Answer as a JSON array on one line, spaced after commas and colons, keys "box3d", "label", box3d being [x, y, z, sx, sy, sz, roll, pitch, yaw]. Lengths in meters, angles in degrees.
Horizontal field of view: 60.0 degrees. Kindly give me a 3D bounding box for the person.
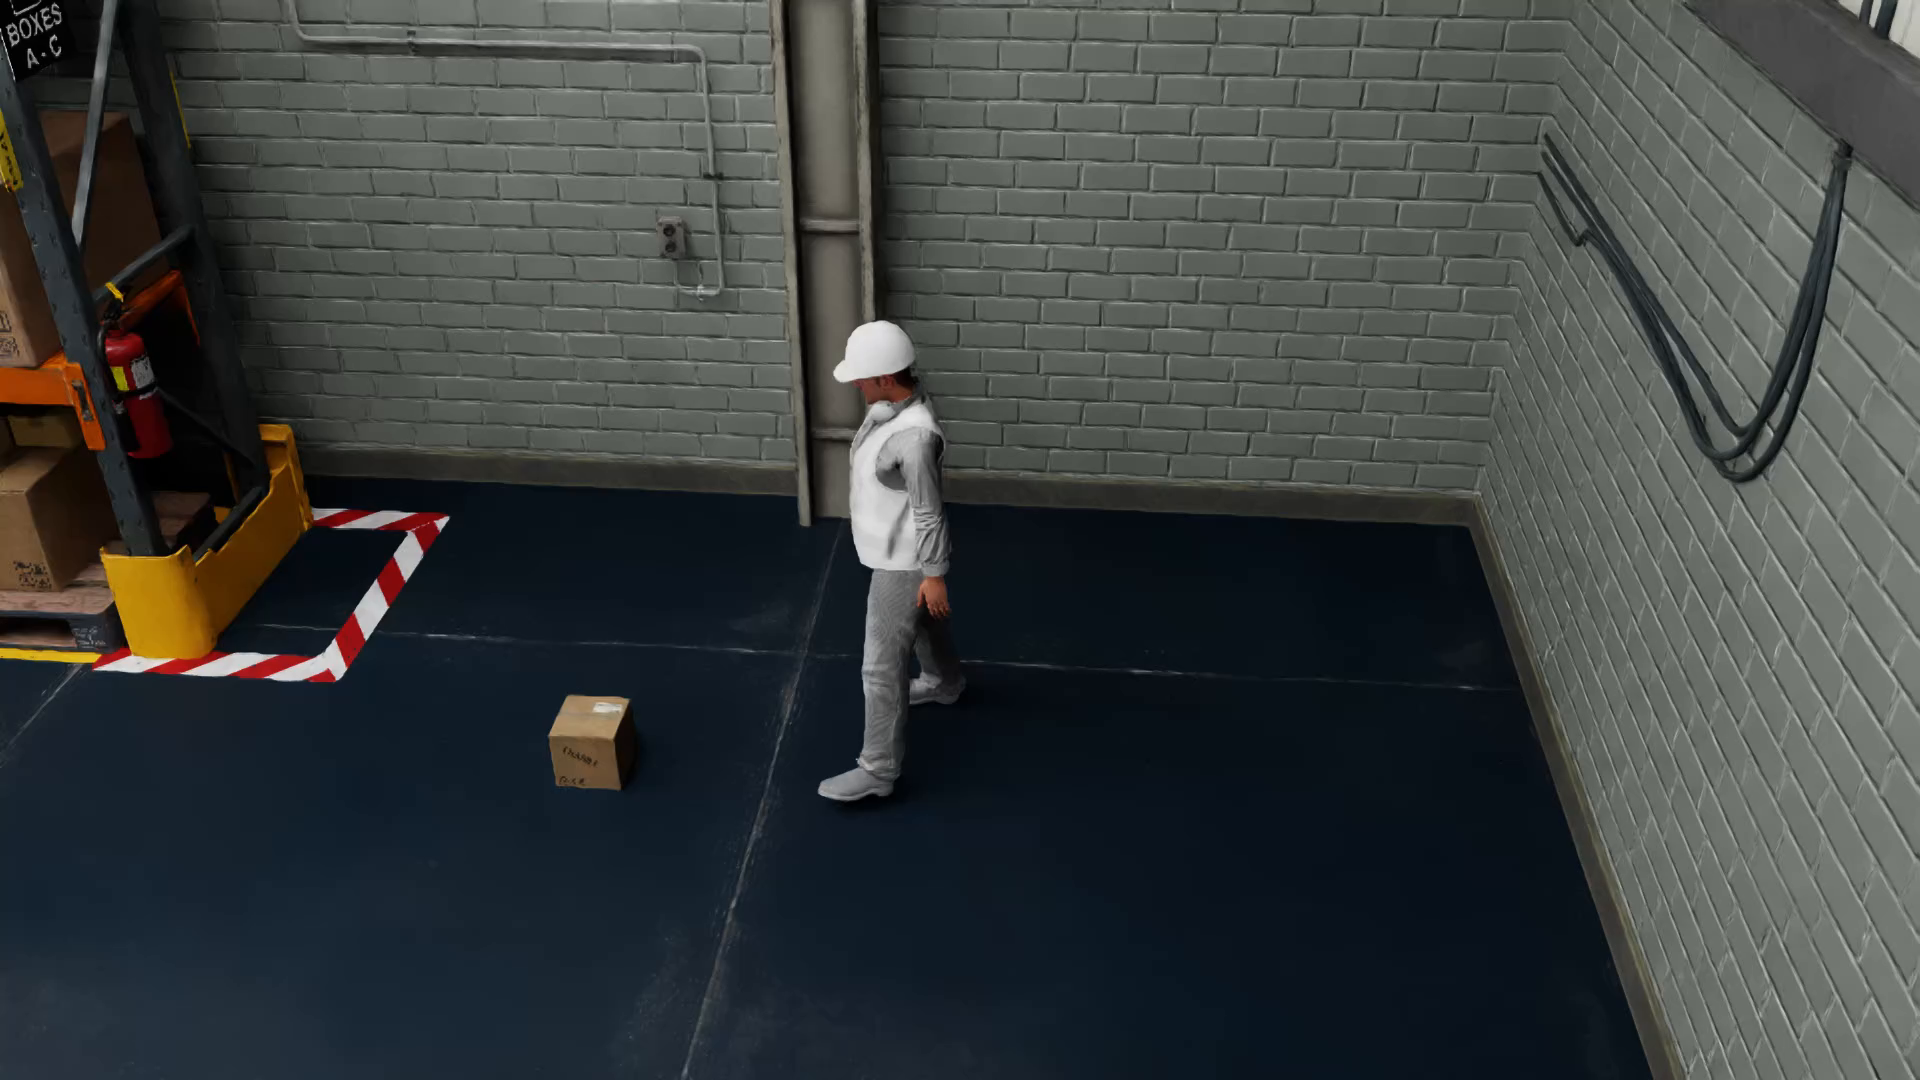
[{"box3d": [-0.253, 0.060, 6.005, 0.642, 1.748, 0.750, -5, 32, -7], "label": "person"}]
